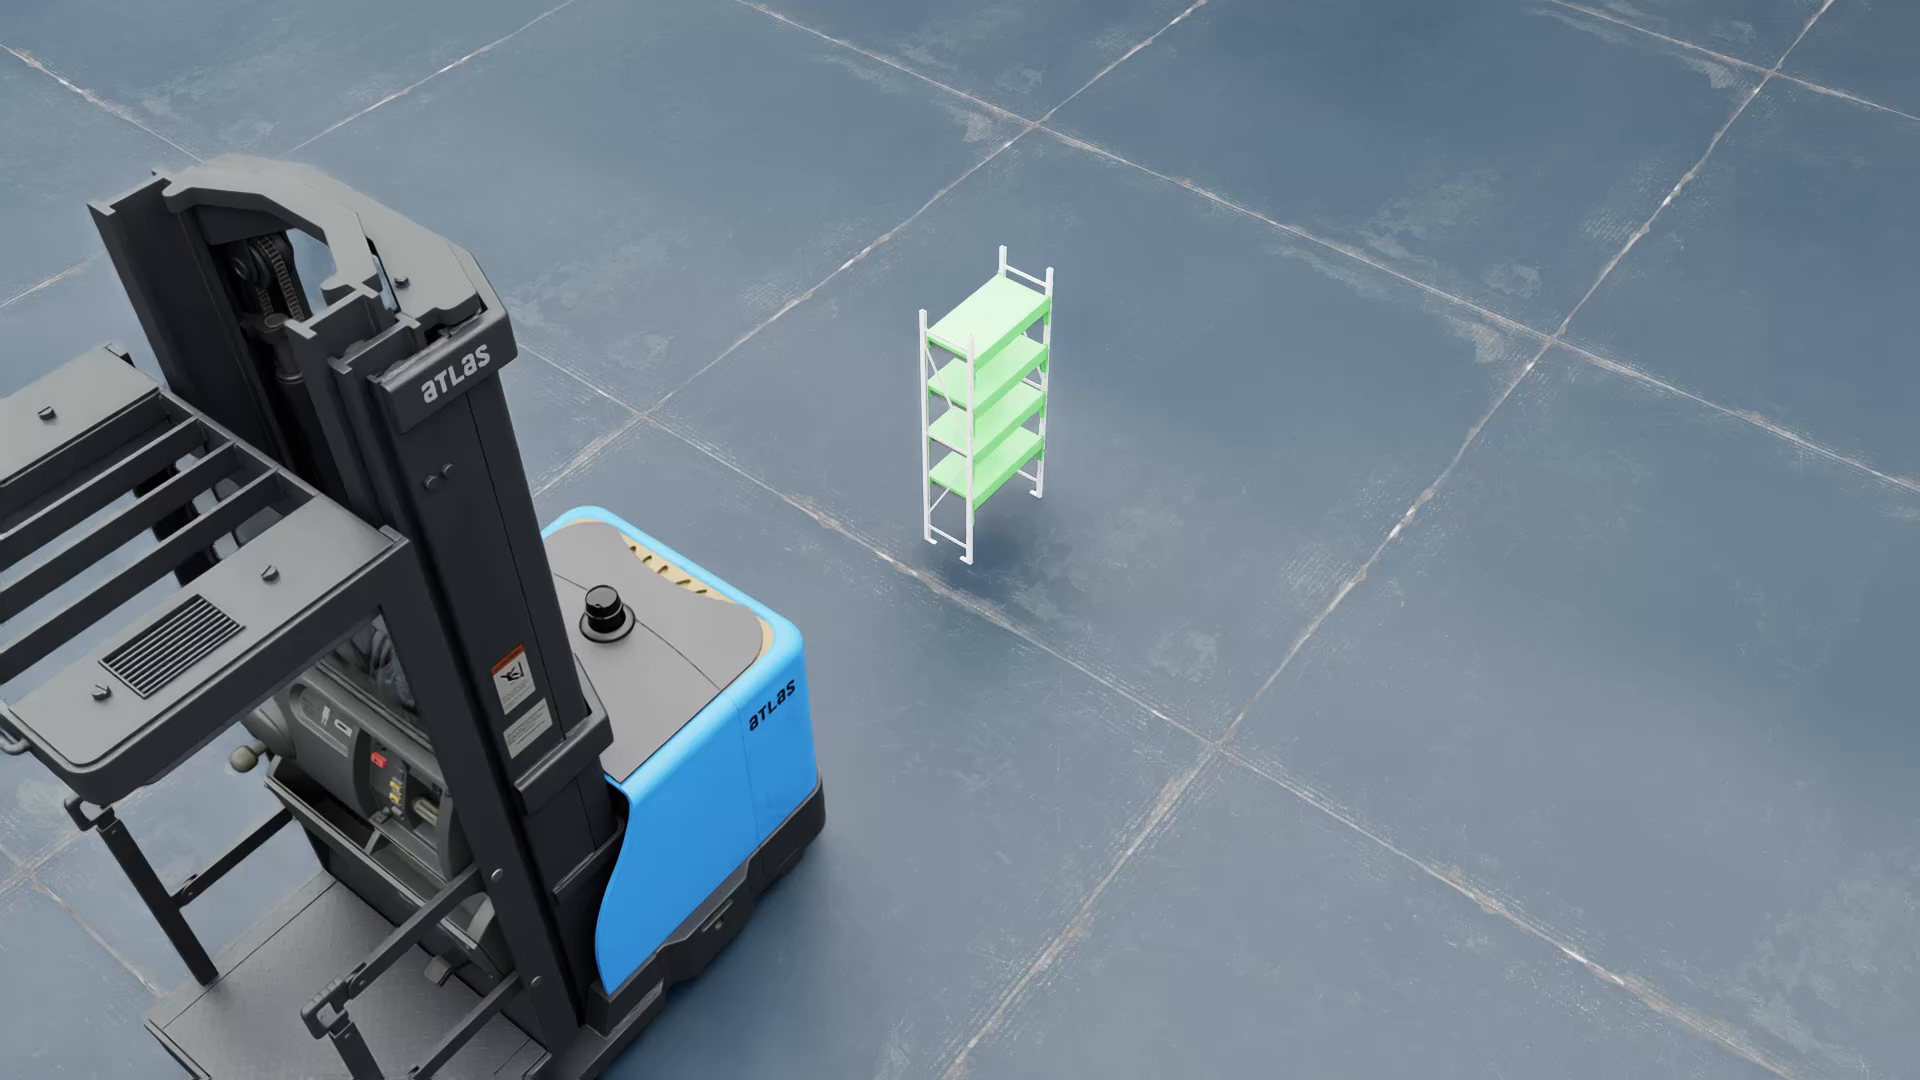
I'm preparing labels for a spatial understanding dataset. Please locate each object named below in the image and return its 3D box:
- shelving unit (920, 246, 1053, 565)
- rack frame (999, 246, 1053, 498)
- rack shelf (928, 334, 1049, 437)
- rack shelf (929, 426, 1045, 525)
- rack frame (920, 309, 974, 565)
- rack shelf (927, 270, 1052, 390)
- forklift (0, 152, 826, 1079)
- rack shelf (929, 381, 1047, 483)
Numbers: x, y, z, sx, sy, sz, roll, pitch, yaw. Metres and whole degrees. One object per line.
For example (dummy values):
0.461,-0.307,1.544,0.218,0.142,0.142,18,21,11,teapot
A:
0.101,-0.509,6.571,0.258,1.200,0.503,29,53,25,shelving unit
0.250,-0.649,6.705,0.240,1.200,0.015,29,53,25,rack frame
0.101,-0.631,6.444,0.258,0.148,0.480,29,53,25,rack shelf
0.101,-0.299,6.791,0.258,0.148,0.480,29,53,25,rack shelf
-0.048,-0.370,6.438,0.240,1.200,0.015,29,53,25,rack frame
0.101,-0.797,6.270,0.258,0.148,0.480,29,53,25,rack shelf
-1.766,0.648,4.268,1.130,2.935,3.031,29,53,25,forklift
0.101,-0.465,6.618,0.258,0.148,0.480,29,53,25,rack shelf
